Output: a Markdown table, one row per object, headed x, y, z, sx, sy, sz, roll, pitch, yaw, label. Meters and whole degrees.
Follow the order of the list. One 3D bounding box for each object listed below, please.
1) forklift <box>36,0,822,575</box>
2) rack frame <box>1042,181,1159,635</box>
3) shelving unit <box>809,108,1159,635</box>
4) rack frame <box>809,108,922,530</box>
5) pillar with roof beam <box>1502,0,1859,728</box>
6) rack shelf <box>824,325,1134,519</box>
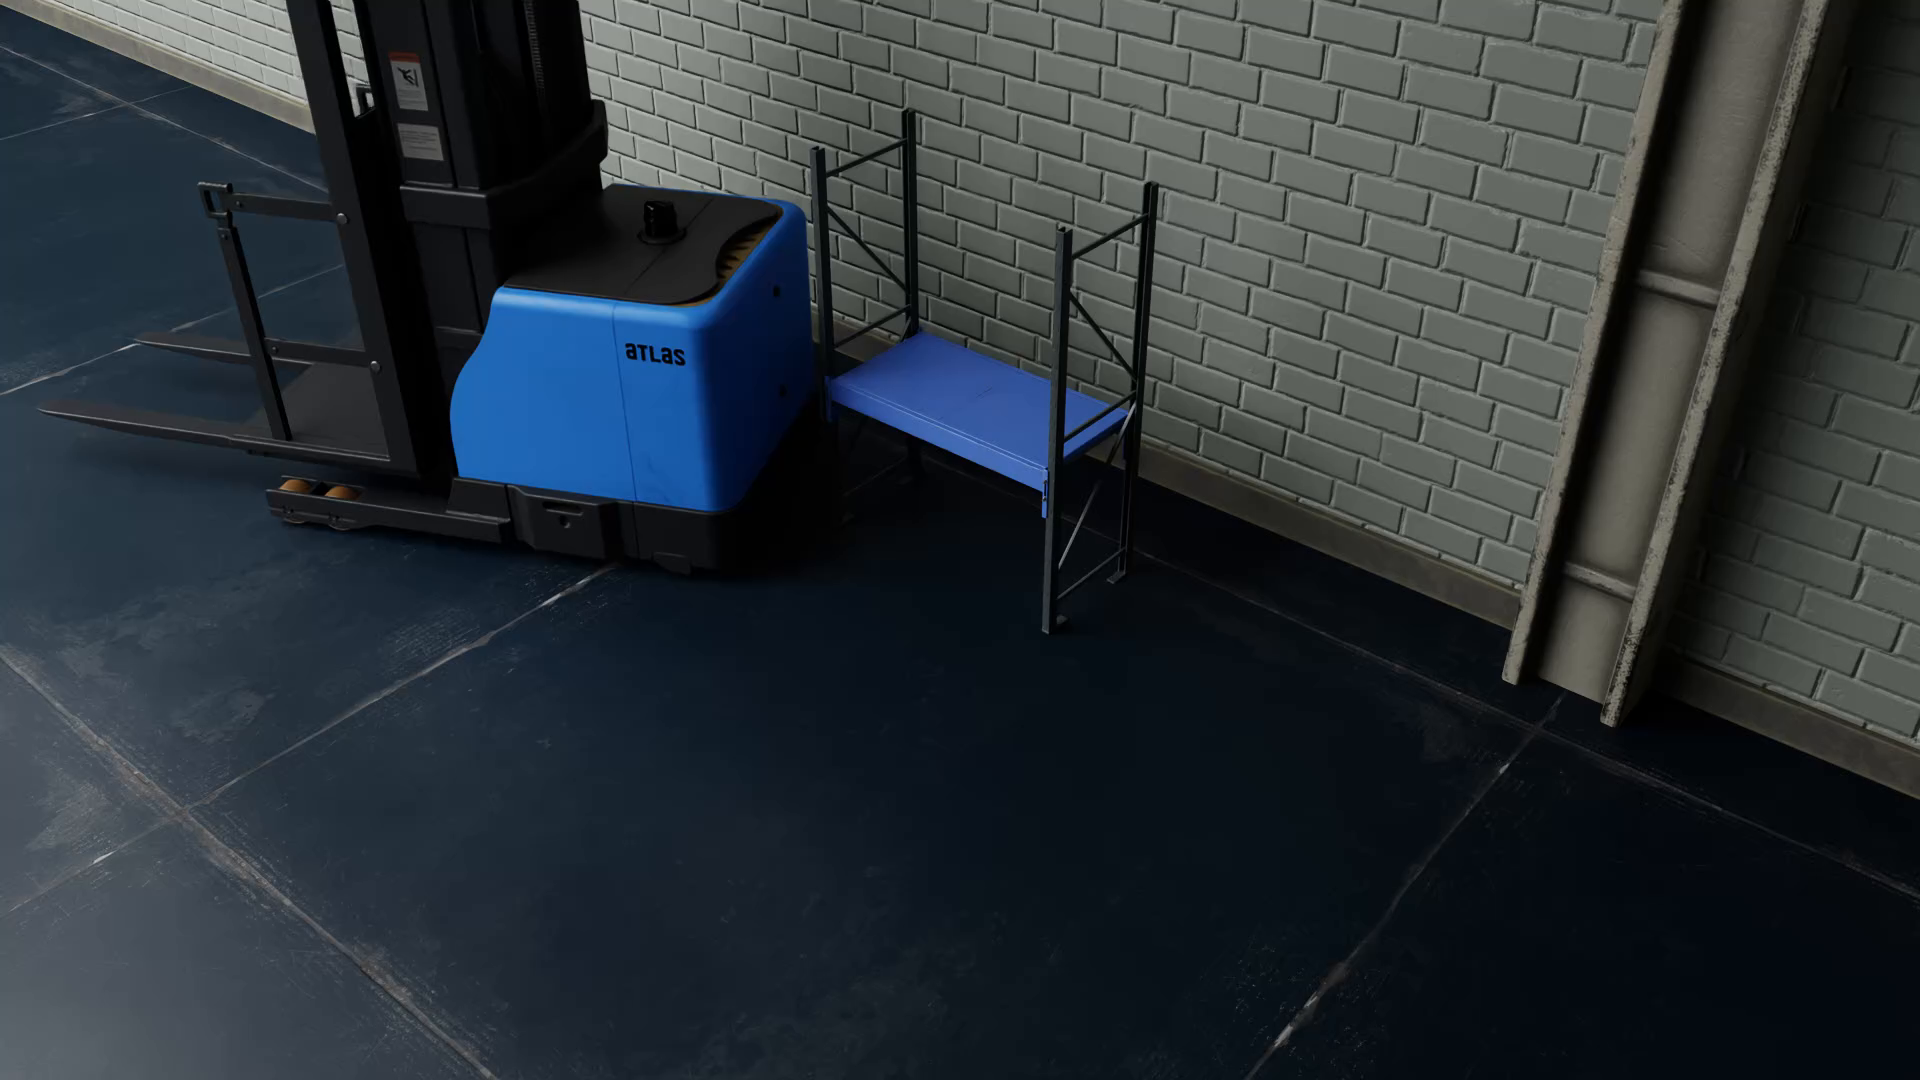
| x | y | z | sx | sy | sz | roll | pitch | yaw | label |
| --- | --- | --- | --- | --- | --- | --- | --- | --- | --- |
| -2.133 | -1.524 | 5.880 | 3.031 | 2.935 | 1.130 | 8 | 35 | 11 | forklift |
| 0.456 | -0.403 | 5.512 | 0.032 | 1.500 | 0.500 | 25 | 42 | 32 | rack frame |
| 0.066 | -0.587 | 5.780 | 1.048 | 1.500 | 0.538 | 25 | 42 | 32 | shelving unit |
| -0.325 | -0.771 | 6.049 | 0.032 | 1.500 | 0.500 | 25 | 42 | 32 | rack frame |
| -0.691 | -1.367 | 0.292 | 0.400 | 9.000 | 9.100 | 25 | 42 | 32 | pillar with roof beam |
| 0.066 | -0.439 | 5.882 | 1.000 | 0.185 | 0.538 | 25 | 42 | 32 | rack shelf |
